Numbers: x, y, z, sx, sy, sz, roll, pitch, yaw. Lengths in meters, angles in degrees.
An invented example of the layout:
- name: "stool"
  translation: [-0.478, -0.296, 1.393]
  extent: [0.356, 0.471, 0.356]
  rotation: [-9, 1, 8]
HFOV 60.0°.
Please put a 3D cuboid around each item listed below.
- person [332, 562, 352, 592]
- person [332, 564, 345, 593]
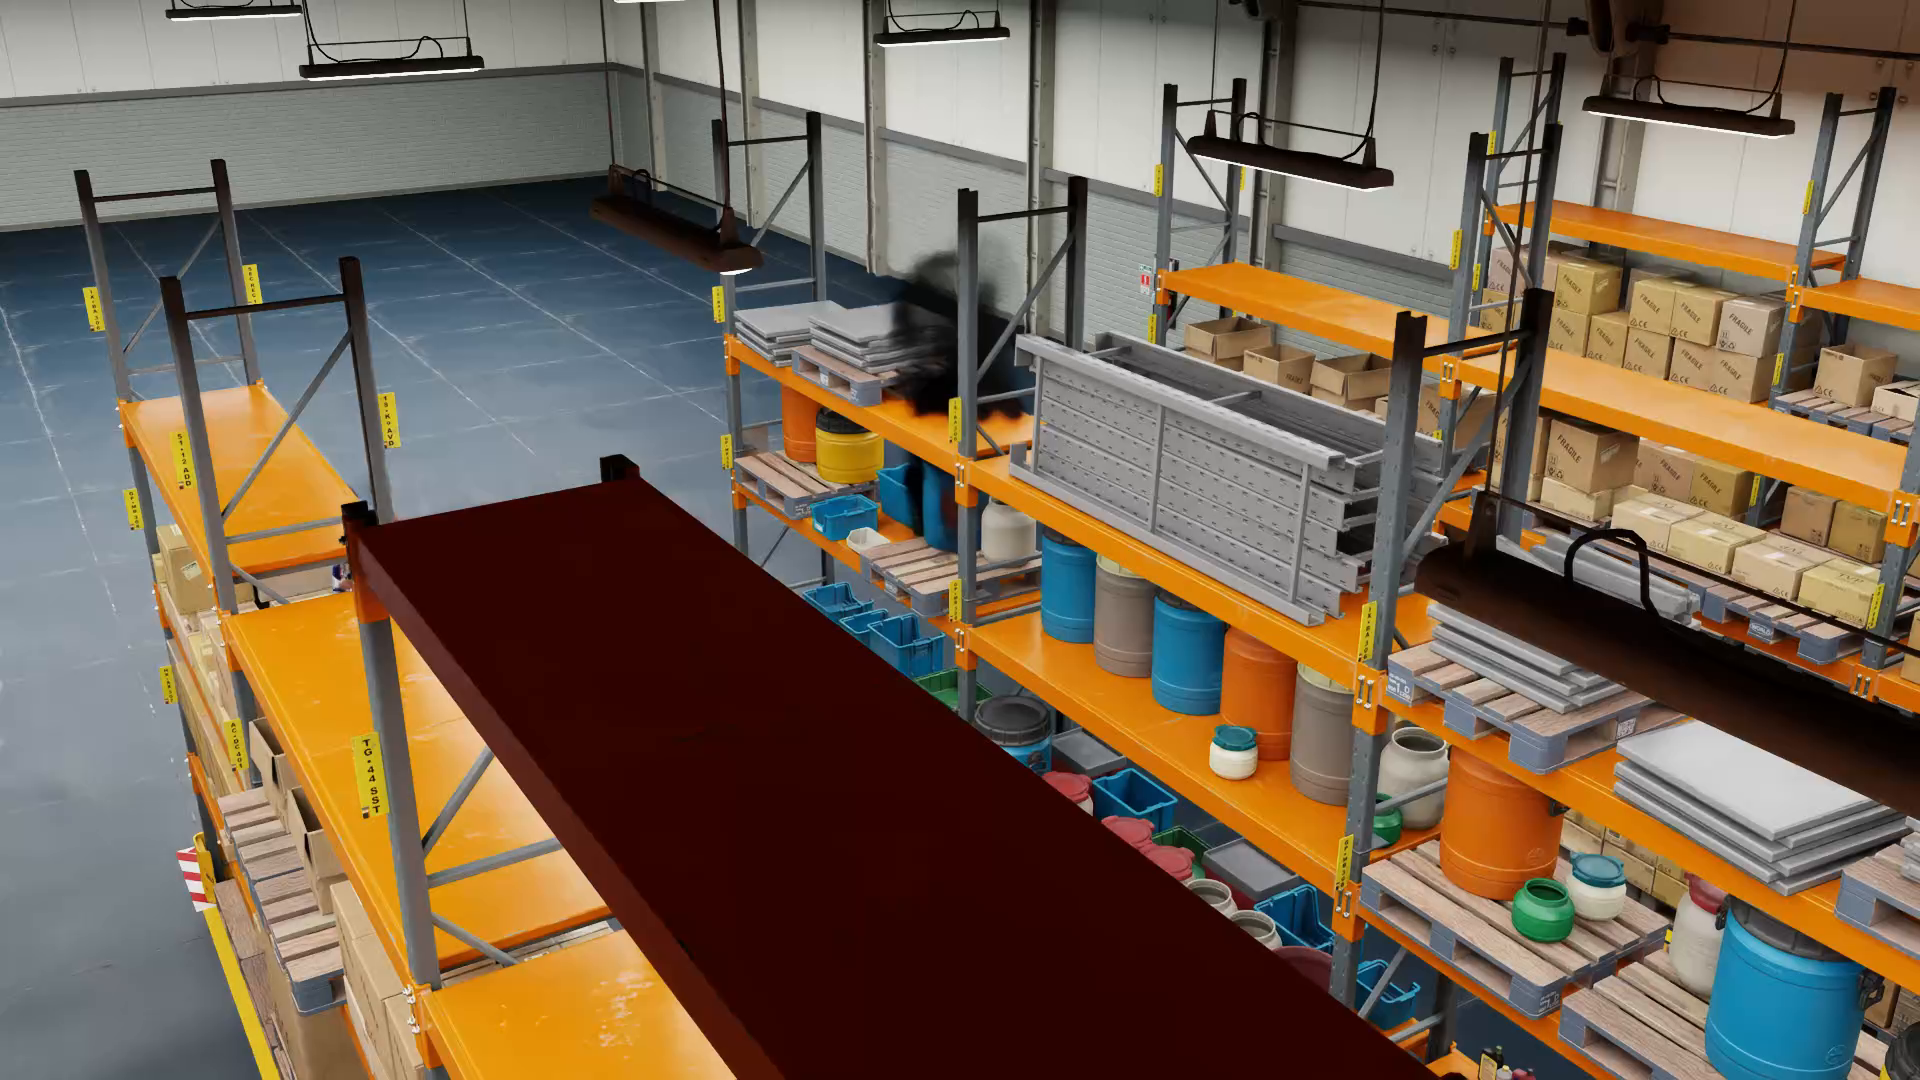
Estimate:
- name: "person"
  translation: [-6.229, 0.631, 17.441]
  extent: [0.881, 1.788, 0.643]
  rotation: [1, 22, 3]
- name: "person"
  translation: [-6.908, 0.204, 19.027]
  extent: [0.583, 1.418, 0.595]
  rotation: [-5, 22, -11]
